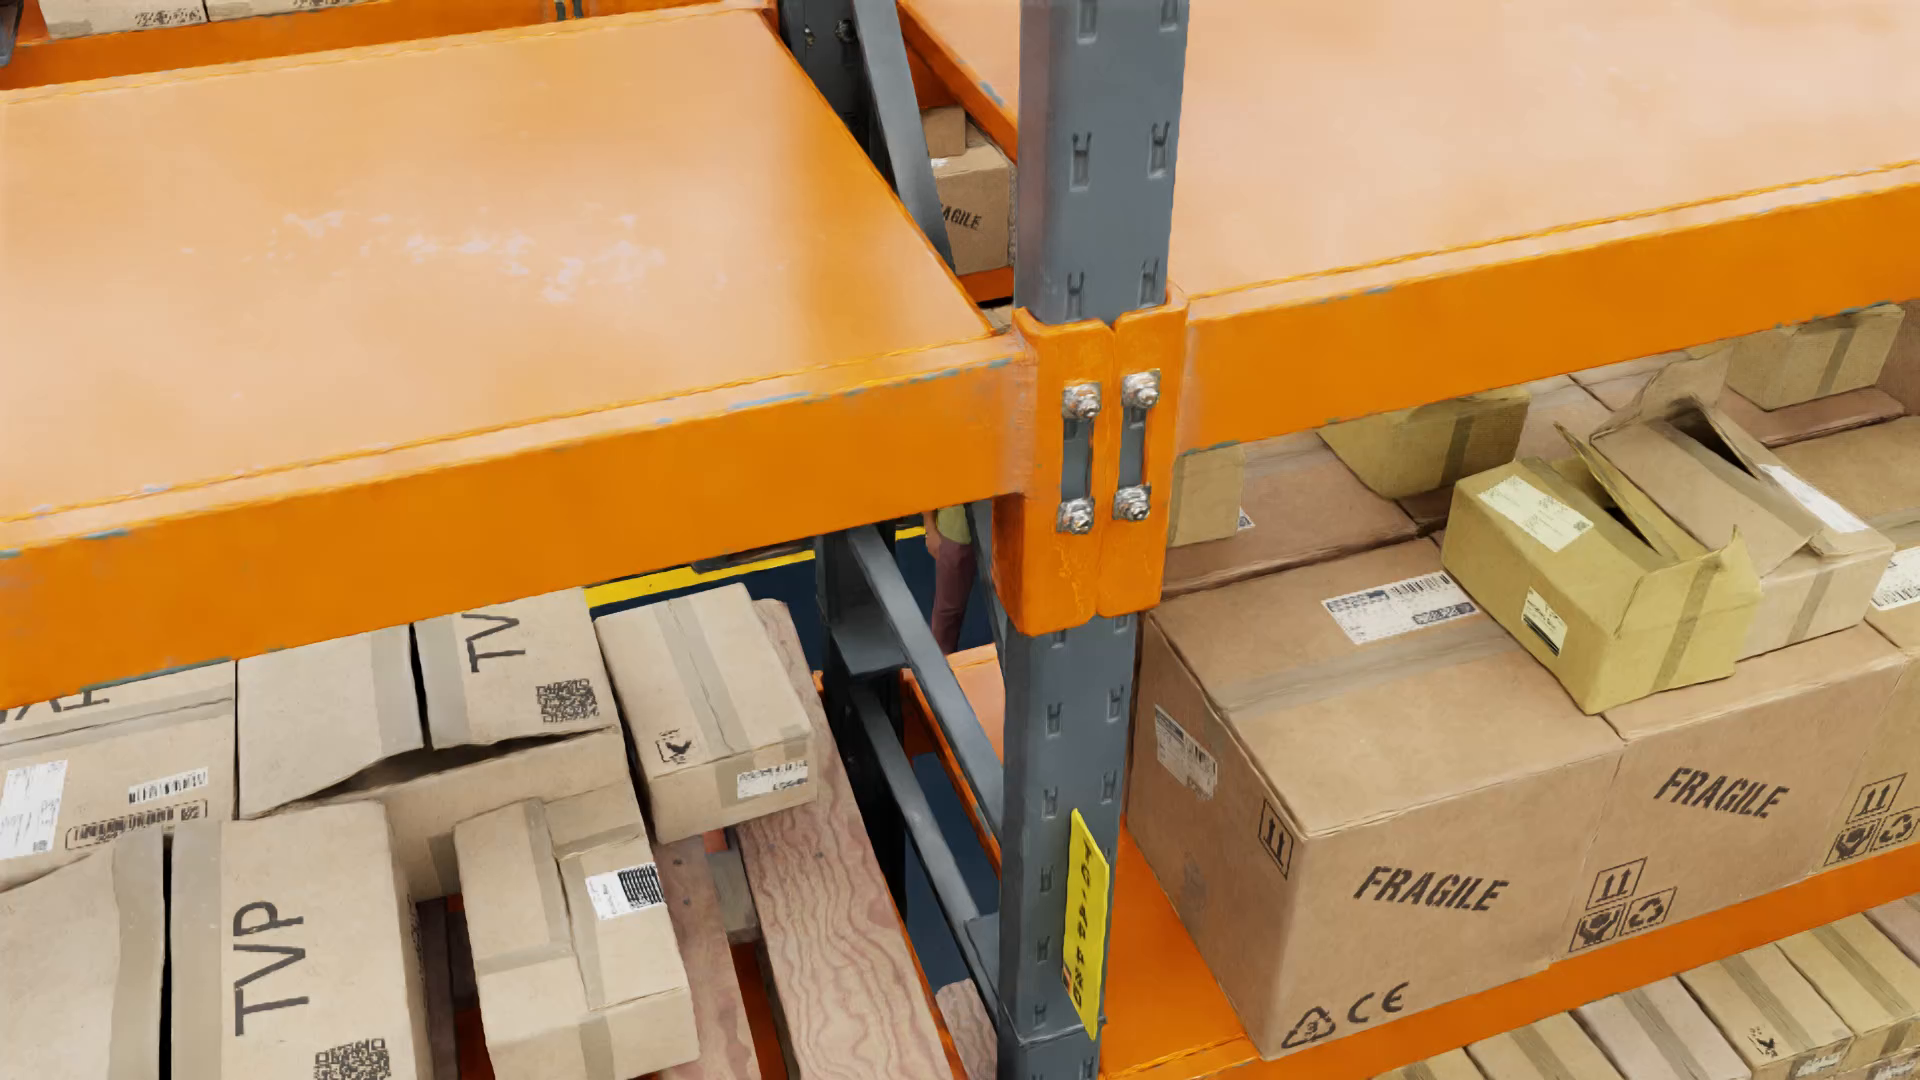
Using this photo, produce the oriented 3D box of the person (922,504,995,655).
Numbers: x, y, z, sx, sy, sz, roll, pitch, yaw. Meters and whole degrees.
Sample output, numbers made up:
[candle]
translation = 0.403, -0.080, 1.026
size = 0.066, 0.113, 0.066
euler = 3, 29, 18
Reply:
[person]
translation = 0.077, -0.042, 6.679
size = 0.481, 1.669, 0.383
euler = -14, 40, -17
